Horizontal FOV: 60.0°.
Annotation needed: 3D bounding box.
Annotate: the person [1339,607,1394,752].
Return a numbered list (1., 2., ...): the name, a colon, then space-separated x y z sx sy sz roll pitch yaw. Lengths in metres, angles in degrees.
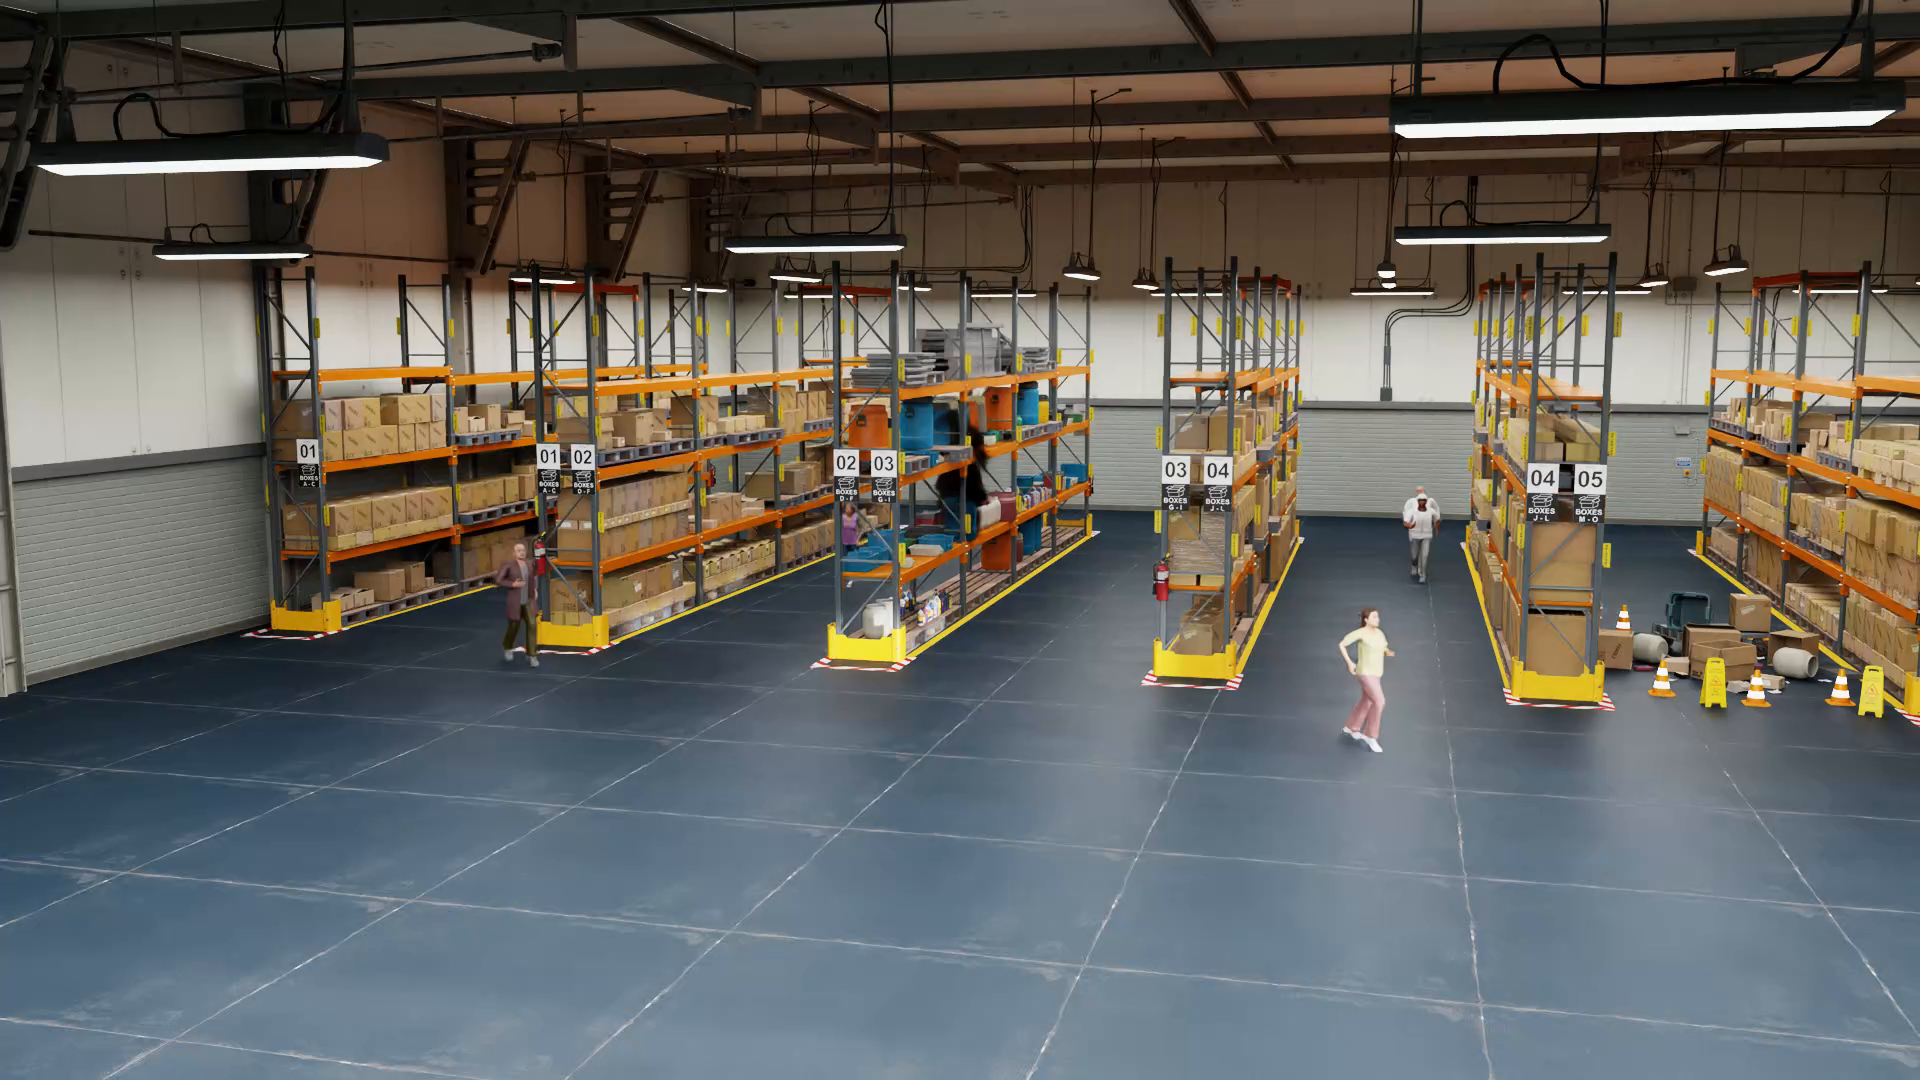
1. person: 4.894 1.652 19.954 0.545 1.721 0.730 -6 9 -40

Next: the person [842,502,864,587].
1. person: -2.023 0.073 30.570 0.522 1.560 0.508 0 7 1

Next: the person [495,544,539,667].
1. person: -6.580 0.957 24.873 0.718 1.806 0.946 -5 9 -34

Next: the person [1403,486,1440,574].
1. person: 9.497 -0.212 34.282 0.725 1.815 0.963 2 8 18

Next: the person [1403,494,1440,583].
1. person: 9.154 -0.052 32.995 0.712 1.747 0.925 2 7 13
